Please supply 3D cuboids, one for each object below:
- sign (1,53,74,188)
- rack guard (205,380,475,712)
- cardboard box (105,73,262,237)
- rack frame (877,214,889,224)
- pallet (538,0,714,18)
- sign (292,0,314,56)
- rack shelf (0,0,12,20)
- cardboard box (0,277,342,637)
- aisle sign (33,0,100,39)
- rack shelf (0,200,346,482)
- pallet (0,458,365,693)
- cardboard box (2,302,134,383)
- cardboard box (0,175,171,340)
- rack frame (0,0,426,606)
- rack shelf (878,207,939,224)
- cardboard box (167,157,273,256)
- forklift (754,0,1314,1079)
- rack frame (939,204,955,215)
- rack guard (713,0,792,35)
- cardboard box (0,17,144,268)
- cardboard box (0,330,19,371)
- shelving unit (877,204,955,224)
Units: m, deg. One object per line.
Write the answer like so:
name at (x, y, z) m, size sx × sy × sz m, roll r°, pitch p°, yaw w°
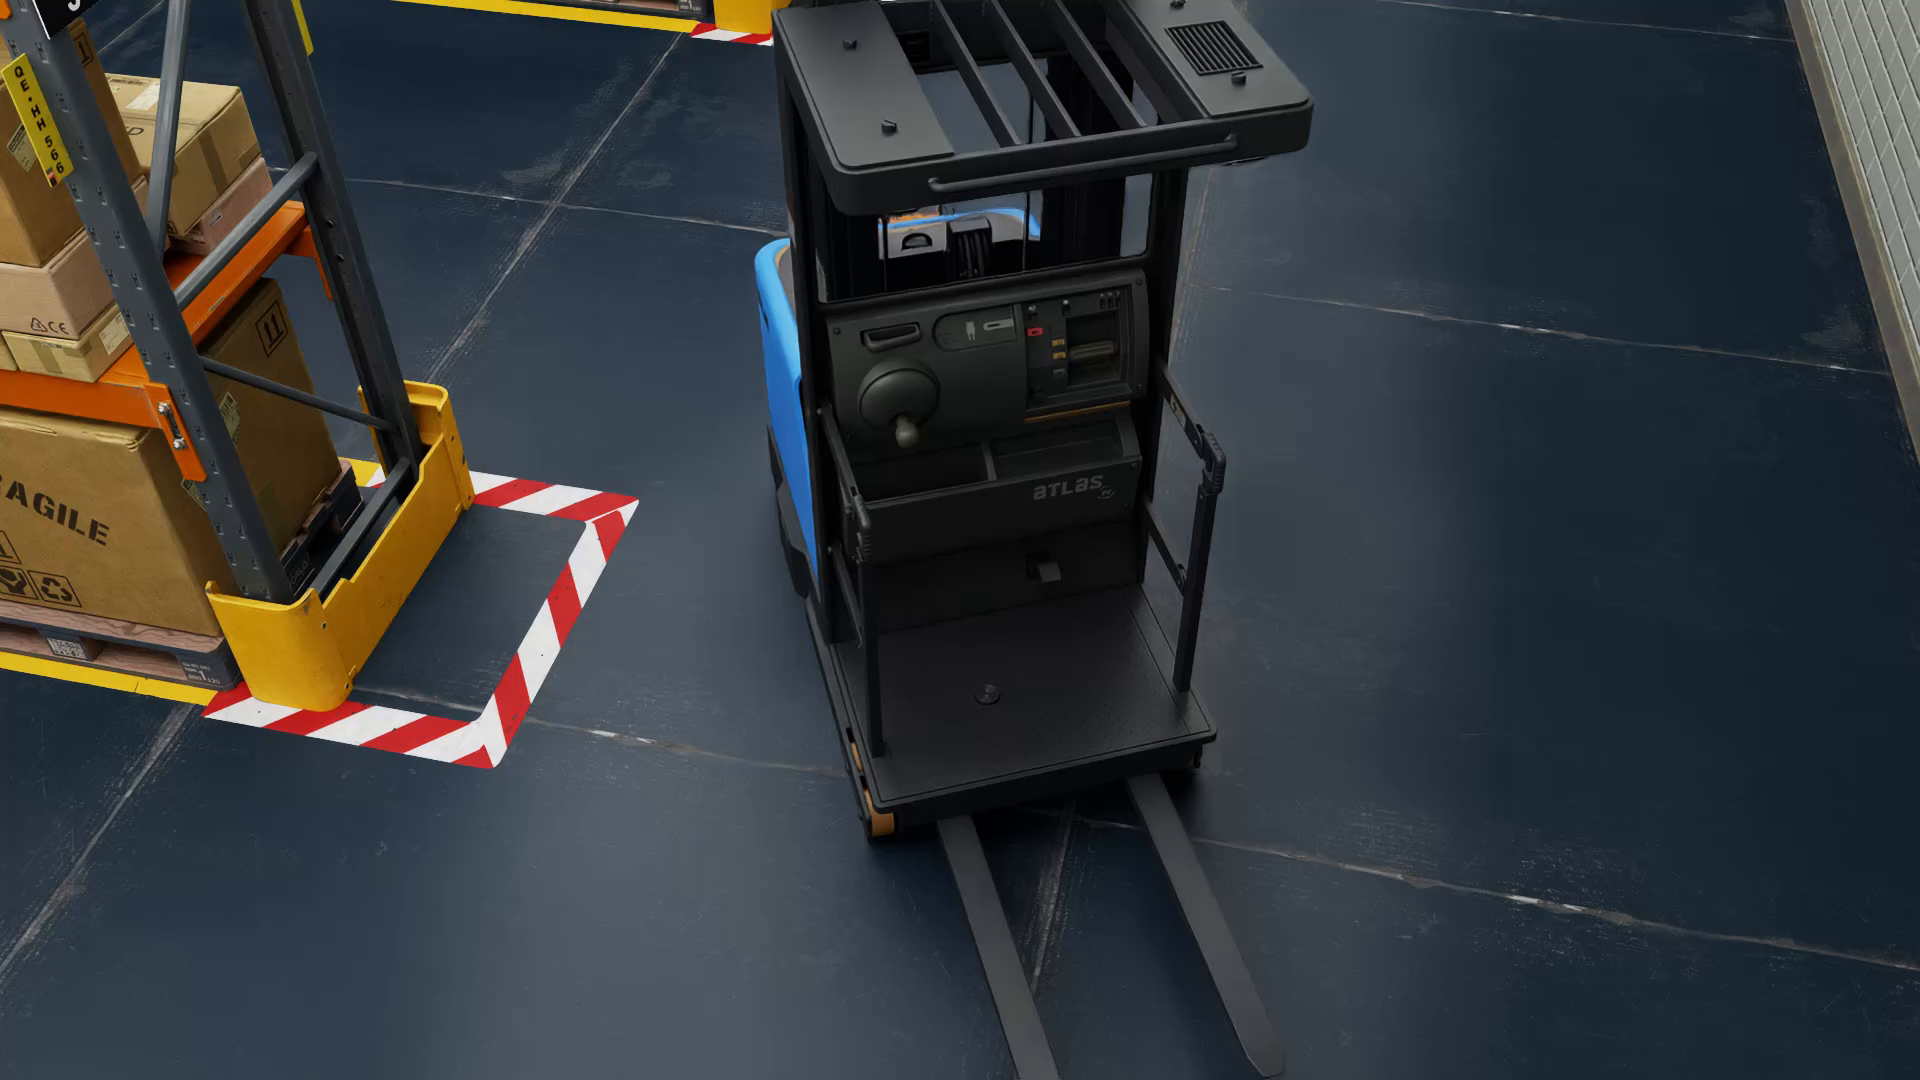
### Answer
sign at (-2.310, -1.051, 4.173) m, size 0.005 × 0.325 × 0.100 m, roll 9°, pitch 45°, yaw 9°
rack guard at (-2.155, -0.009, 5.899) m, size 0.348 × 0.500 × 1.175 m, roll 9°, pitch 45°, yaw 9°
cardboard box at (-2.588, -1.222, 5.250) m, size 0.500 × 0.250 × 0.500 m, roll 8°, pitch 44°, yaw 8°
rack frame at (-0.284, -0.841, 6.366) m, size 0.008 × 1.050 × 0.200 m, roll -11°, pitch 45°, yaw -11°
pallet at (-1.893, -3.412, 9.642) m, size 1.213 × 0.211 × 1.003 m, roll 9°, pitch 45°, yaw 9°
sign at (-2.051, -1.628, 5.097) m, size 0.005 × 0.325 × 0.100 m, roll 9°, pitch 45°, yaw 9°
rack shelf at (-4.130, -2.038, 4.560) m, size 4.000 × 0.370 × 1.077 m, roll 9°, pitch 45°, yaw 9°
cardboard box at (-2.820, -0.342, 5.671) m, size 0.875 × 0.875 × 0.875 m, roll 9°, pitch 45°, yaw 9°
aisle sign at (-2.174, -1.636, 3.912) m, size 0.004 × 0.787 × 0.394 m, roll 9°, pitch 45°, yaw 9°
rack shelf at (-4.130, -0.957, 5.600) m, size 4.000 × 0.370 × 1.077 m, roll 9°, pitch 45°, yaw 9°
pallet at (-2.976, 0.023, 6.074) m, size 1.213 × 0.211 × 1.003 m, roll 9°, pitch 45°, yaw 9°
cardboard box at (-2.598, -0.654, 4.947) m, size 0.250 × 0.149 × 0.380 m, roll 10°, pitch 45°, yaw 10°
cardboard box at (-2.709, -0.860, 4.874) m, size 0.500 × 0.250 × 0.500 m, roll 8°, pitch 45°, yaw 8°
rack frame at (-2.178, -0.913, 5.036) m, size 0.127 × 3.000 × 1.000 m, roll 9°, pitch 45°, yaw 9°
rack shelf at (-0.167, -1.060, 6.200) m, size 0.240 × 0.259 × 0.215 m, roll -11°, pitch 45°, yaw -11°
cardboard box at (-2.453, -1.100, 5.411) m, size 0.250 × 0.149 × 0.380 m, roll 9°, pitch 45°, yaw 10°
forklift at (0.150, -0.423, 4.576) m, size 1.130 × 2.935 × 3.031 m, roll -11°, pitch 45°, yaw -11°
rack frame at (-0.049, -0.885, 6.412) m, size 0.008 × 1.050 × 0.200 m, roll -11°, pitch 45°, yaw -11°
rack guard at (-1.070, -3.370, 9.390) m, size 0.348 × 0.500 × 1.175 m, roll 9°, pitch 45°, yaw 9°
cardboard box at (-2.711, -1.132, 4.616) m, size 0.500 × 0.500 × 0.500 m, roll 9°, pitch 45°, yaw 10°
cardboard box at (-2.852, -0.692, 4.987) m, size 0.250 × 0.149 × 0.380 m, roll 9°, pitch 45°, yaw 9°
shelving unit at (-0.167, -0.863, 6.389) m, size 0.252 × 1.050 × 0.215 m, roll -11°, pitch 45°, yaw -11°
